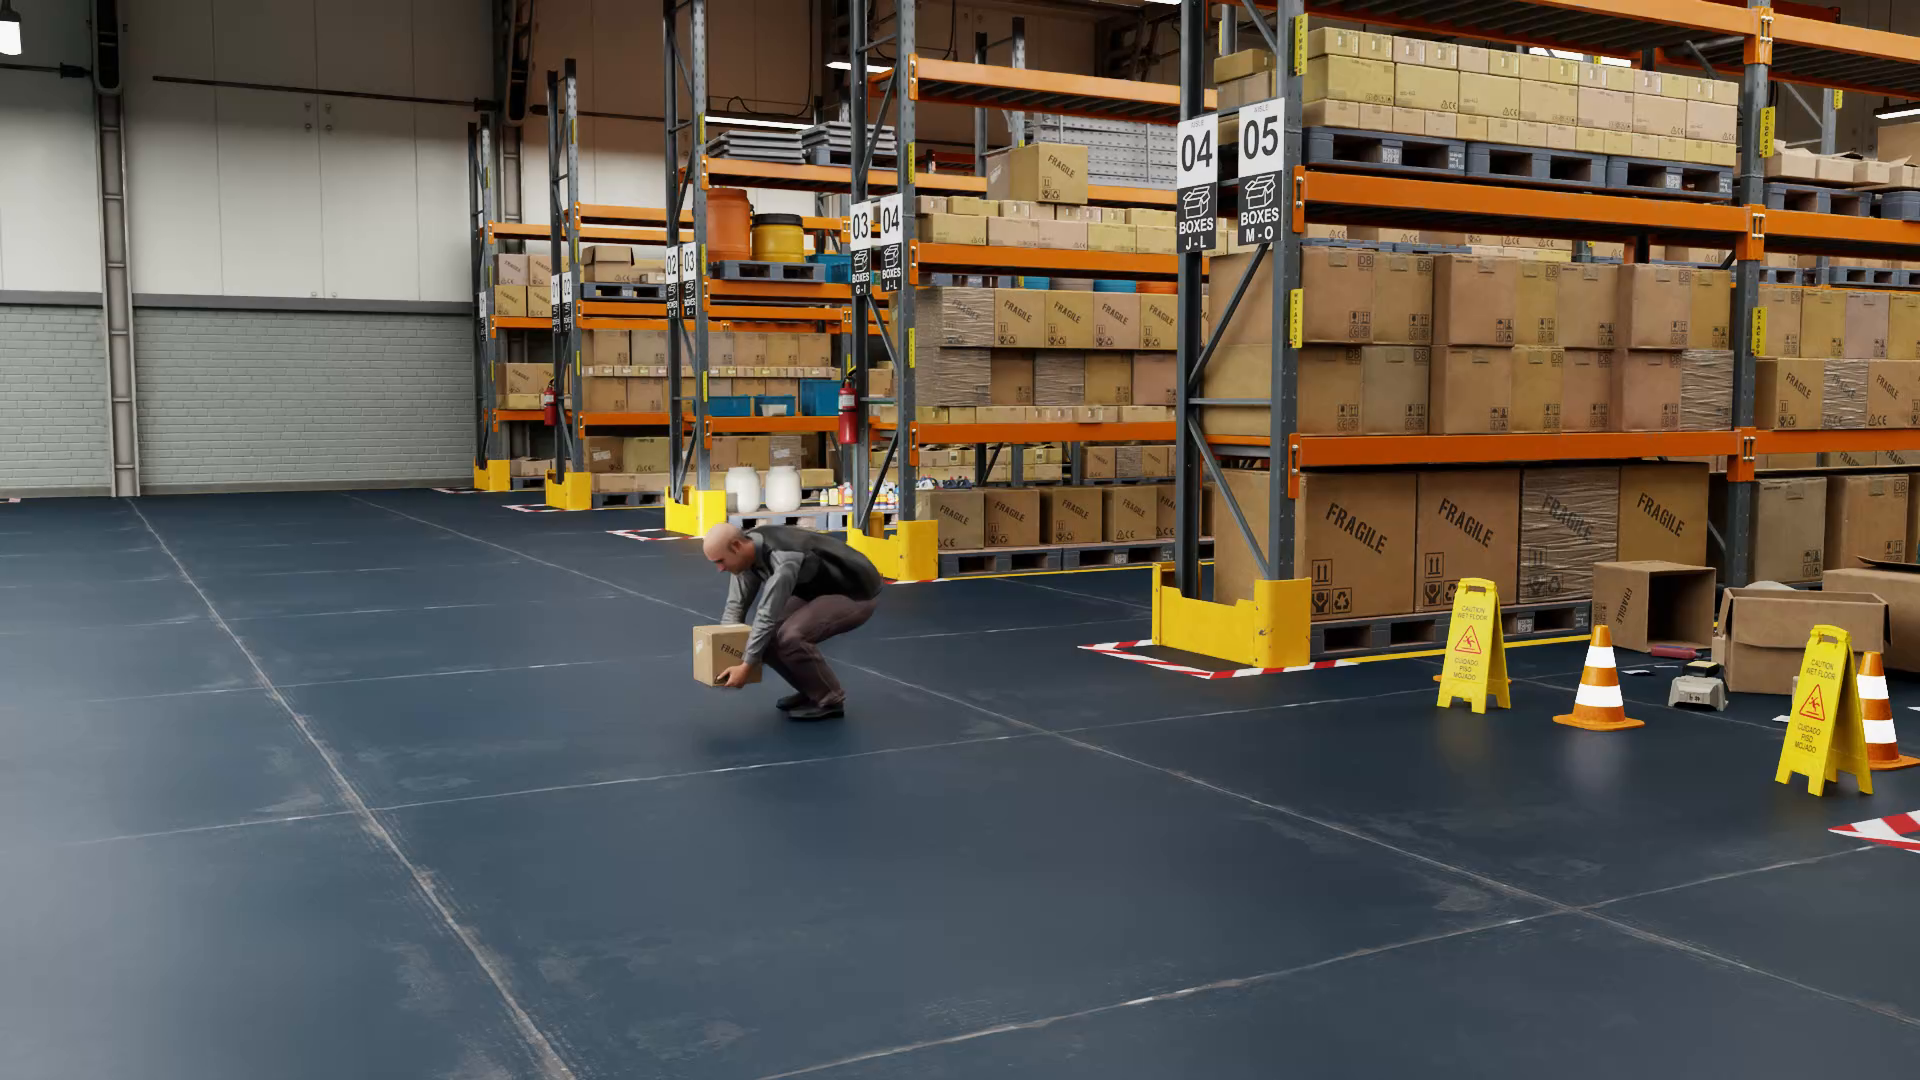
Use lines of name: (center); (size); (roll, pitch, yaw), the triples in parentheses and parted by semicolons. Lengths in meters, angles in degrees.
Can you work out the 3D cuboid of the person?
person: (-0.814, 0.377, 7.999); (0.906, 0.957, 0.509); (-3, 6, -30)
